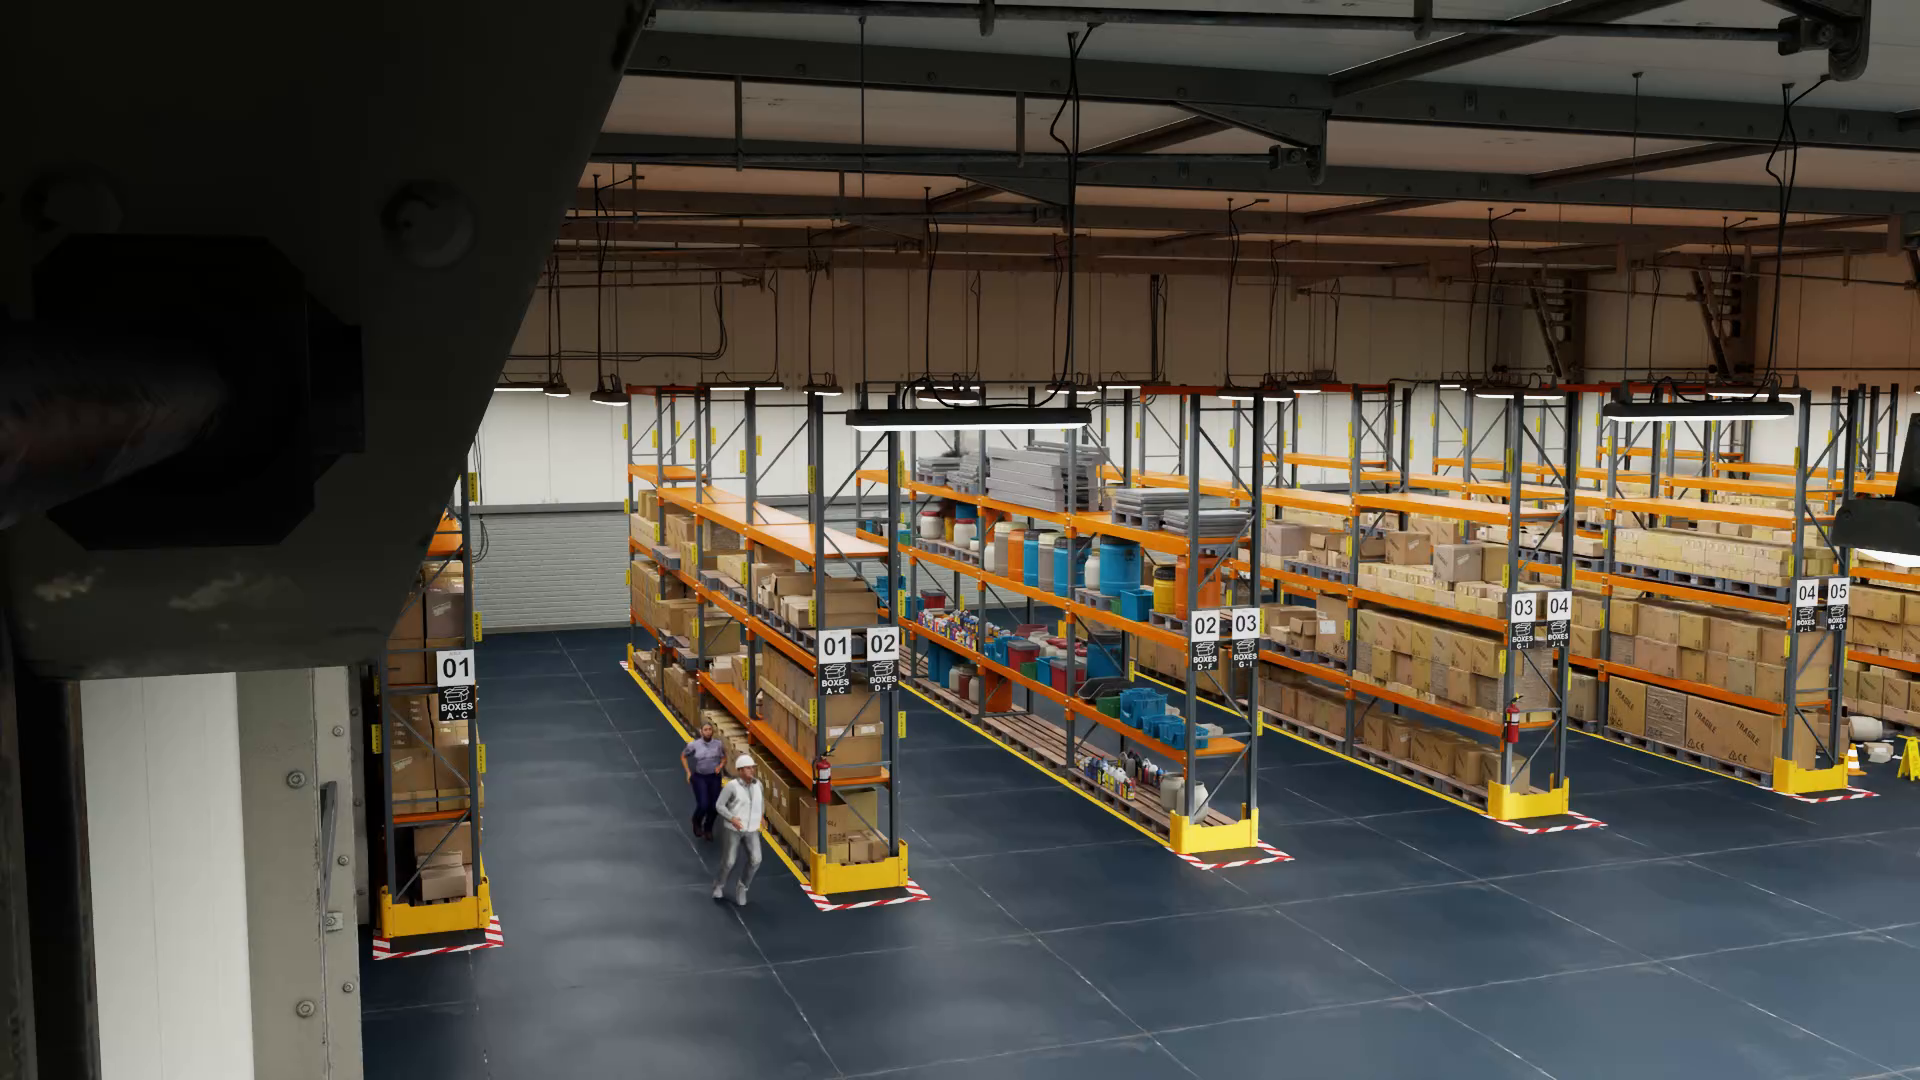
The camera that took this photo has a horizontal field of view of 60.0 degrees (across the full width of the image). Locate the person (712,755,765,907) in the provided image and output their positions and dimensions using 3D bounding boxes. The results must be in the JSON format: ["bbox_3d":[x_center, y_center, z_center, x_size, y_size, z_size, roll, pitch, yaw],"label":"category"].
[{"bbox_3d":[-2.567,3.437,19.771,0.713,1.774,0.667,-4,7,-31],"label":"person"}]

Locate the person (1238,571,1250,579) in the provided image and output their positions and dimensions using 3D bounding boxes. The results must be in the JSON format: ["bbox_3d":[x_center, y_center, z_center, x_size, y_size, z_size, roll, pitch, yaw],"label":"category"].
[{"bbox_3d":[6.964,1.297,41.312,0.598,1.575,0.725,-1,6,-6],"label":"person"}]

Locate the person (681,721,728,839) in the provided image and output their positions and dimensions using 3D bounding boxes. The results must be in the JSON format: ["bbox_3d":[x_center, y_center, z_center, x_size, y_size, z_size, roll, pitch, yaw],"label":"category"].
[{"bbox_3d":[-3.380,3.233,22.237,0.592,1.609,0.583,-3,6,-24],"label":"person"}]
